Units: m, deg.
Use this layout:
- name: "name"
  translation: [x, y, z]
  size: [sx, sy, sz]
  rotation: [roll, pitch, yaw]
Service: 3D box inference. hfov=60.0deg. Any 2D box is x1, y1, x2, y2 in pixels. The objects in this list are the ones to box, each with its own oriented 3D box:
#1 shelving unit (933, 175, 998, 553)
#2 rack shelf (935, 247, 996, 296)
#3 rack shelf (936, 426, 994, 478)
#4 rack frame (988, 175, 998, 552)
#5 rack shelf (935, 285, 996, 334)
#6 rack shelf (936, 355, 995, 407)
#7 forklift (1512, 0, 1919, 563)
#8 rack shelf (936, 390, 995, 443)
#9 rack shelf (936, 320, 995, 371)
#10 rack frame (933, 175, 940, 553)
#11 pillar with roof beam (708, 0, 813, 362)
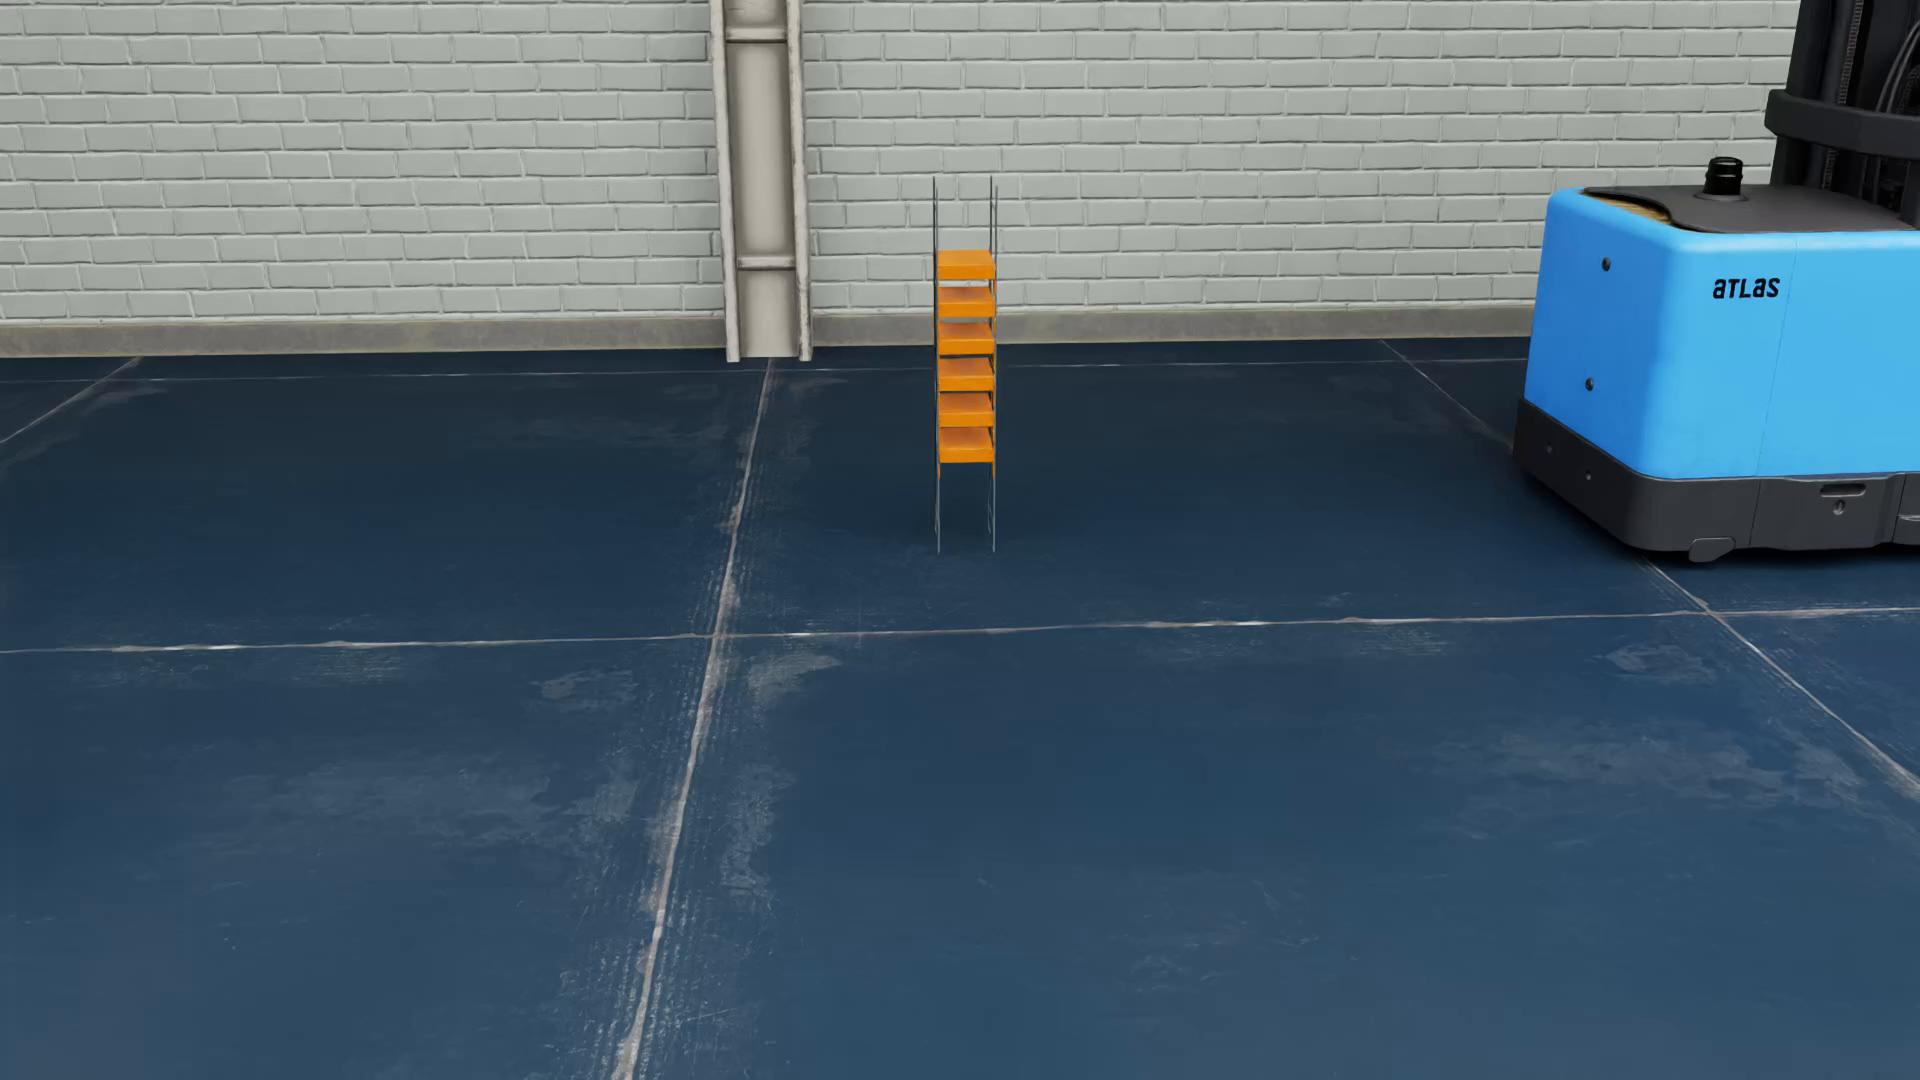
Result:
- name: "shelving unit"
  translation: [0.014, -0.561, 5.408]
  size: [0.189, 1.200, 0.258]
  rotation: [-1, 21, -3]
- name: "rack shelf"
  translation: [0.014, -0.856, 5.296]
  size: [0.180, 0.103, 0.258]
  rotation: [-1, 21, -3]
- name: "rack shelf"
  translation: [0.014, -0.295, 5.509]
  size: [0.180, 0.103, 0.258]
  rotation: [-1, 21, -3]
- name: "rack frame"
  translation: [0.106, -0.563, 5.413]
  size: [0.006, 1.200, 0.240]
  rotation: [-1, 21, -3]
- name: "rack shelf"
  translation: [0.014, -0.744, 5.339]
  size: [0.180, 0.103, 0.258]
  rotation: [-1, 21, -3]
- name: "rack shelf"
  translation: [0.014, -0.520, 5.424]
  size: [0.180, 0.103, 0.258]
  rotation: [-1, 21, -3]
- name: "forklift"
  translation: [3.611, -1.502, 5.447]
  size: [3.031, 2.935, 1.130]
  rotation: [-2, 21, -6]
- name: "rack shelf"
  translation: [0.014, -0.407, 5.467]
  size: [0.180, 0.103, 0.258]
  rotation: [-1, 21, -3]
- name: "rack shelf"
  translation: [0.014, -0.632, 5.381]
  size: [0.180, 0.103, 0.258]
  rotation: [-1, 21, -3]
- name: "rack frame"
  translation: [-0.077, -0.559, 5.403]
  size: [0.006, 1.200, 0.240]
  rotation: [-1, 21, -3]
- name: "pillar with roof beam"
  translation: [-0.661, -3.571, 2.354]
  size: [0.400, 9.000, 9.100]
  rotation: [-1, 21, -3]
